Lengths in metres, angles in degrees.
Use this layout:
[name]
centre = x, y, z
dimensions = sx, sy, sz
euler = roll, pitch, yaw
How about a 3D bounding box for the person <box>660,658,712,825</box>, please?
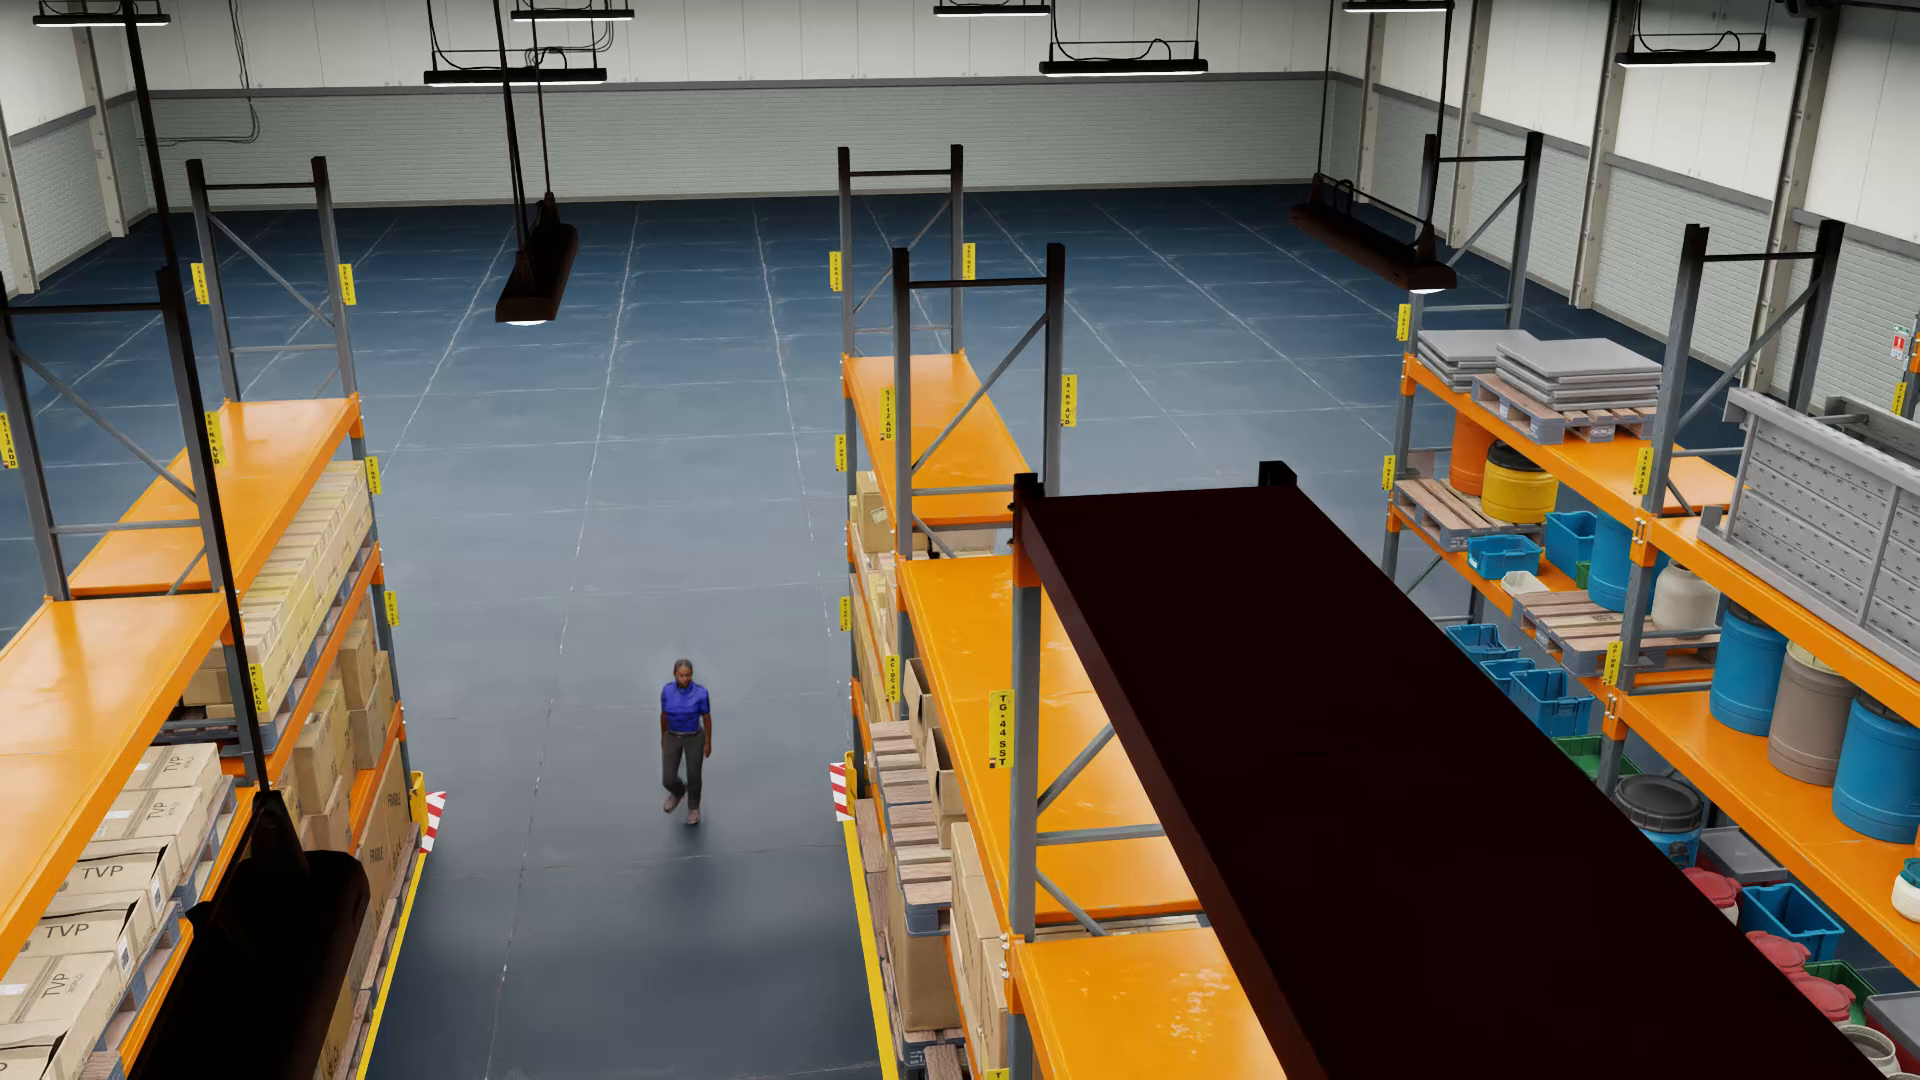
[person]
centre = -2.462, 1.820, 14.897
dimensions = 0.507, 1.570, 0.457
euler = 0, 22, 0
